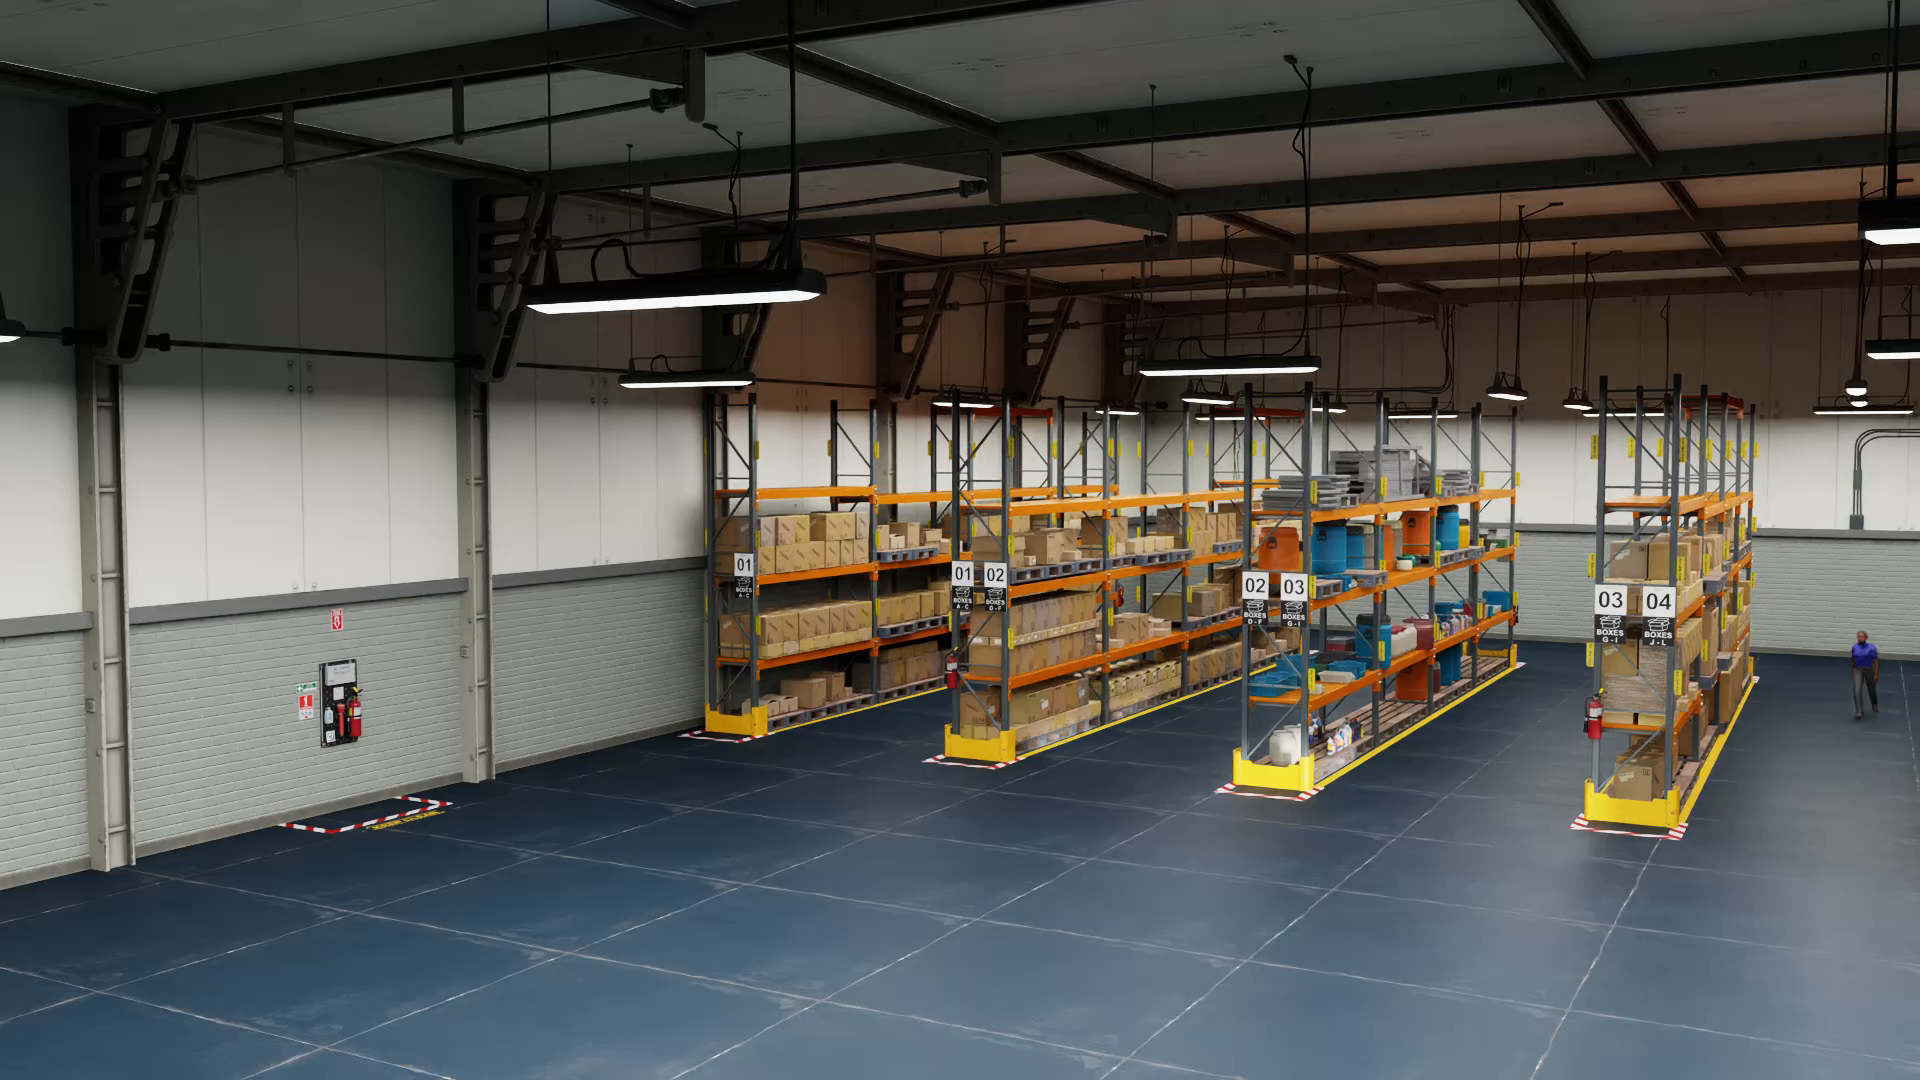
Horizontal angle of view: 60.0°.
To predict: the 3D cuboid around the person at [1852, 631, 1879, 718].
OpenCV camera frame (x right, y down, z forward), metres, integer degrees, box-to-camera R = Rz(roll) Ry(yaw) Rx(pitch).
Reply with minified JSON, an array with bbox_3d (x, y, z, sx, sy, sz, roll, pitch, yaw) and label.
[{"bbox_3d":[17.027,2.501,31.259,0.469,1.615,0.940,2,4,38],"label":"person"}]
